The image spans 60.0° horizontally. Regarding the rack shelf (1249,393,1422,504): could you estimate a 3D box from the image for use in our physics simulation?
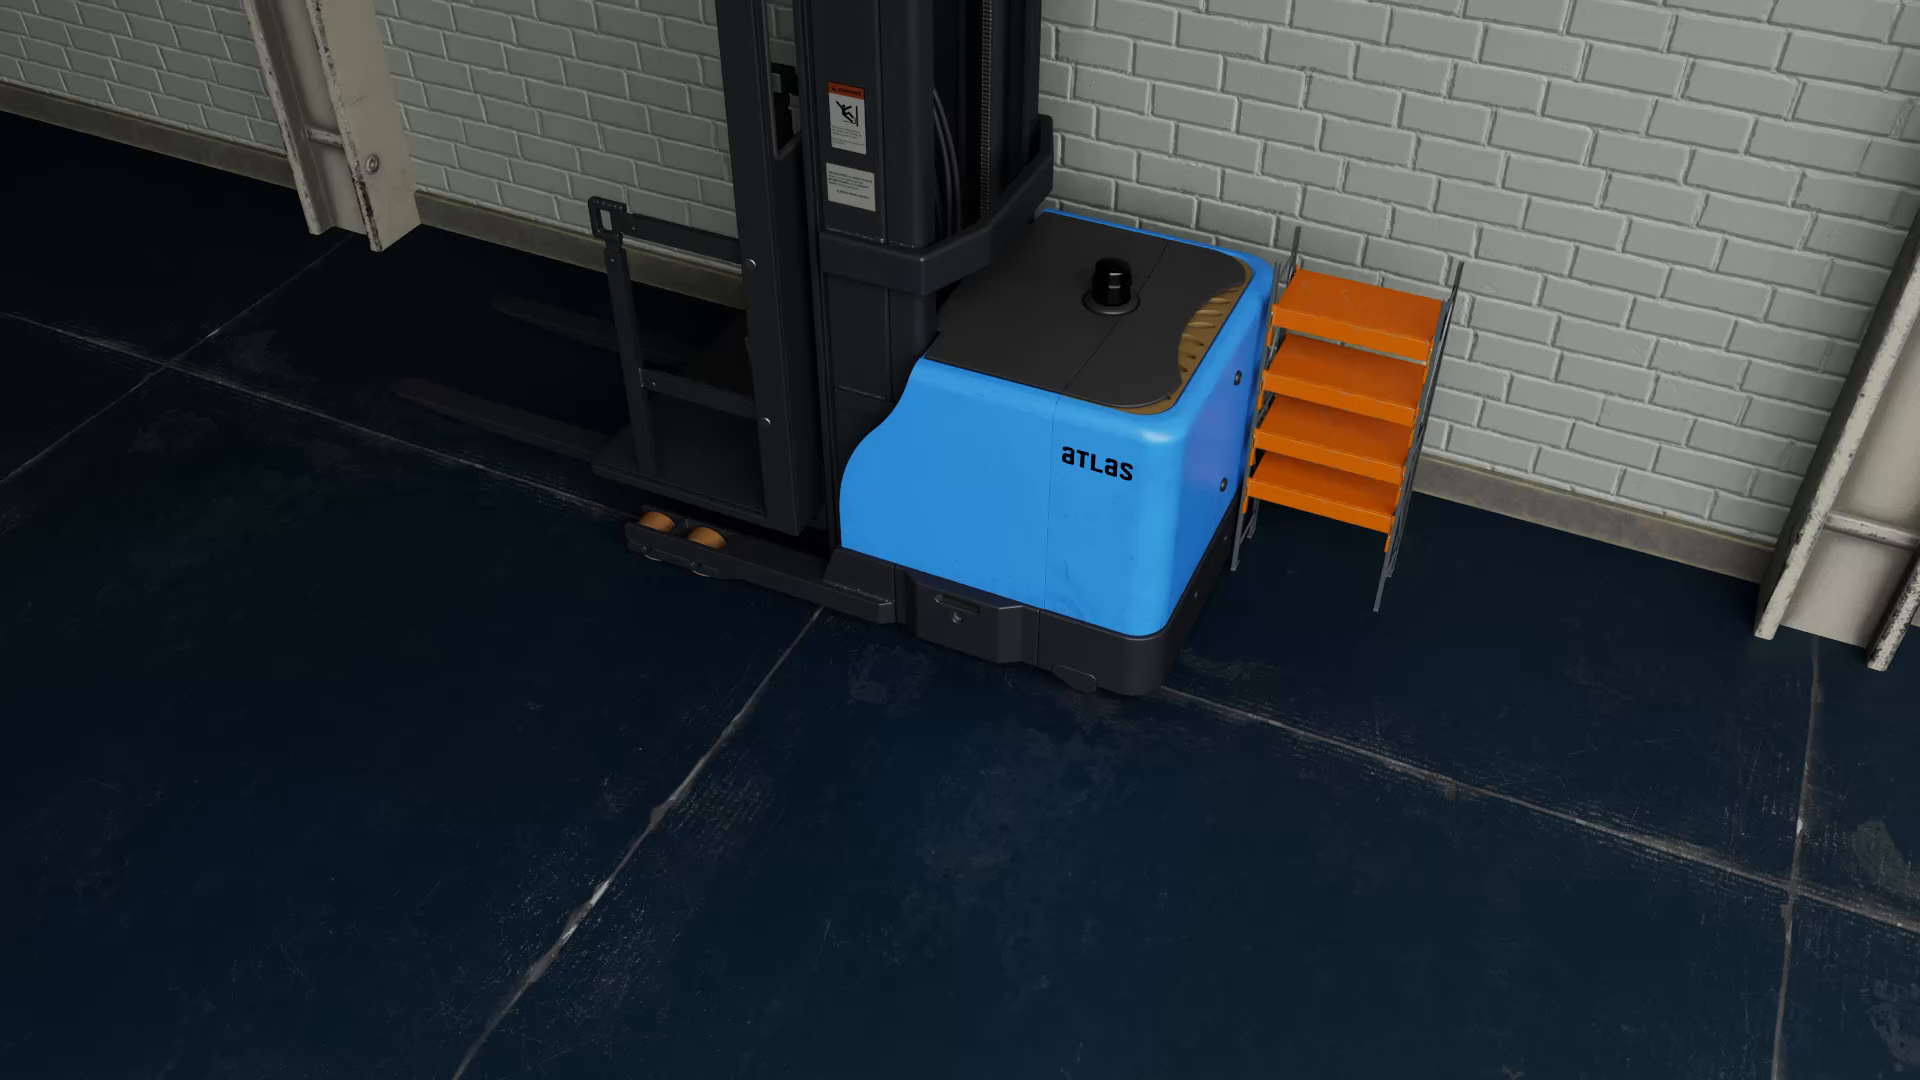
[{"bbox_3d":[1.195,-0.304,5.287,0.480,0.148,0.258,17,44,18],"label":"rack shelf"}]

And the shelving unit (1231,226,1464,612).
[{"bbox_3d":[1.195,-0.355,5.243,0.503,1.200,0.258,17,44,18],"label":"shelving unit"}]

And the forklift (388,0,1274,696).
[{"bbox_3d":[-0.572,-1.280,4.989,3.031,2.935,1.130,17,44,18],"label":"forklift"}]

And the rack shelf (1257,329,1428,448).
[{"bbox_3d":[1.195,-0.473,5.141,0.480,0.148,0.258,17,44,18],"label":"rack shelf"}]

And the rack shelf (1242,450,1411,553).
[{"bbox_3d":[1.195,-0.154,5.417,0.480,0.148,0.258,17,44,18],"label":"rack shelf"}]

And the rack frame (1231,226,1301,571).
[{"bbox_3d":[0.972,-0.421,5.319,0.015,1.200,0.240,17,44,18],"label":"rack frame"}]

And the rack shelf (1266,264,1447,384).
[{"bbox_3d":[1.195,-0.652,4.986,0.480,0.148,0.258,17,44,18],"label":"rack shelf"}]

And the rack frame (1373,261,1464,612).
[{"bbox_3d":[1.417,-0.289,5.167,0.015,1.200,0.240,17,44,18],"label":"rack frame"}]

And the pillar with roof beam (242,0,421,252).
[{"bbox_3d":[-4.440,-2.235,1.458,0.400,9.000,9.100,17,44,19],"label":"pillar with roof beam"}]
